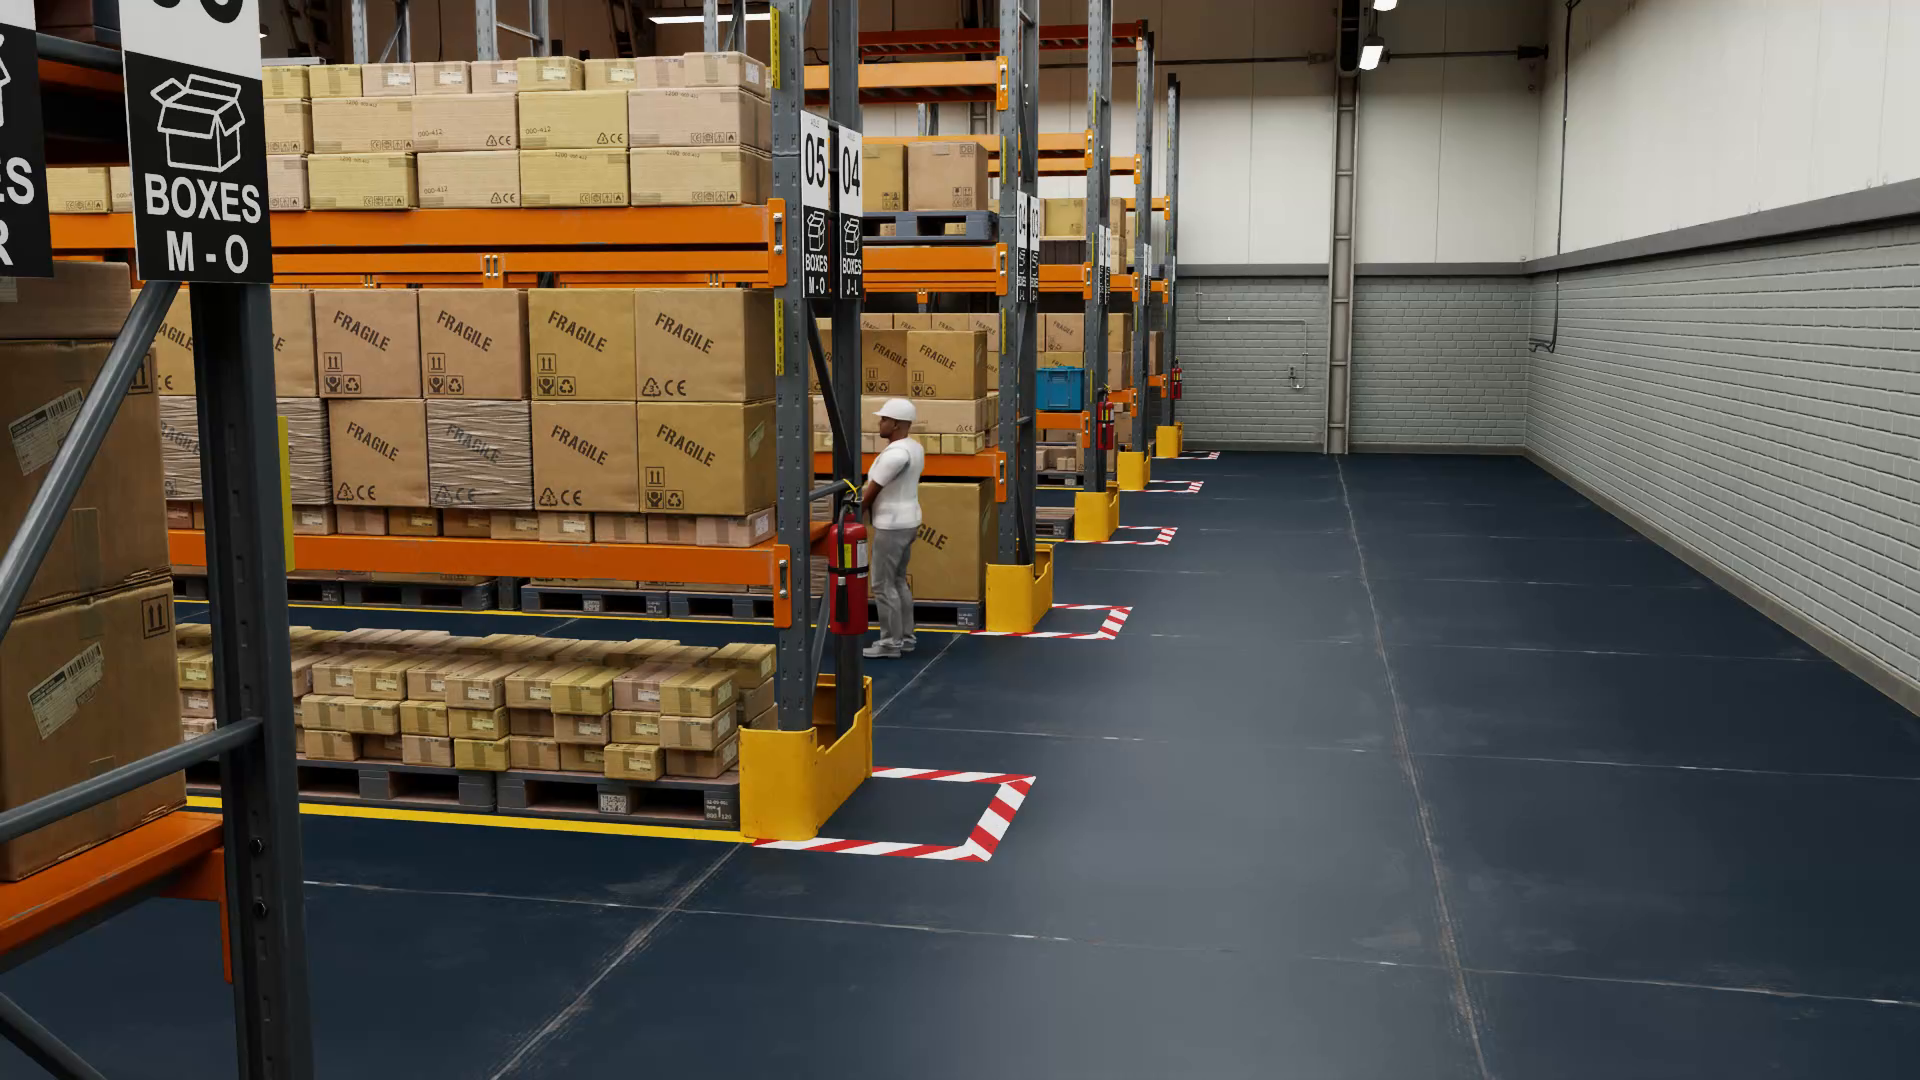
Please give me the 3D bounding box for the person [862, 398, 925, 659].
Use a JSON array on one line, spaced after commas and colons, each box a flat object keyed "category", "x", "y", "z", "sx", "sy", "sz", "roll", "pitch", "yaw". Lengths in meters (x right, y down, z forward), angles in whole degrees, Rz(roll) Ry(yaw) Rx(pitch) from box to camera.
[{"category": "person", "x": -0.544, "y": -0.084, "z": 11.340, "sx": 0.563, "sy": 1.762, "sz": 0.504, "roll": 2, "pitch": 8, "yaw": 12}]
